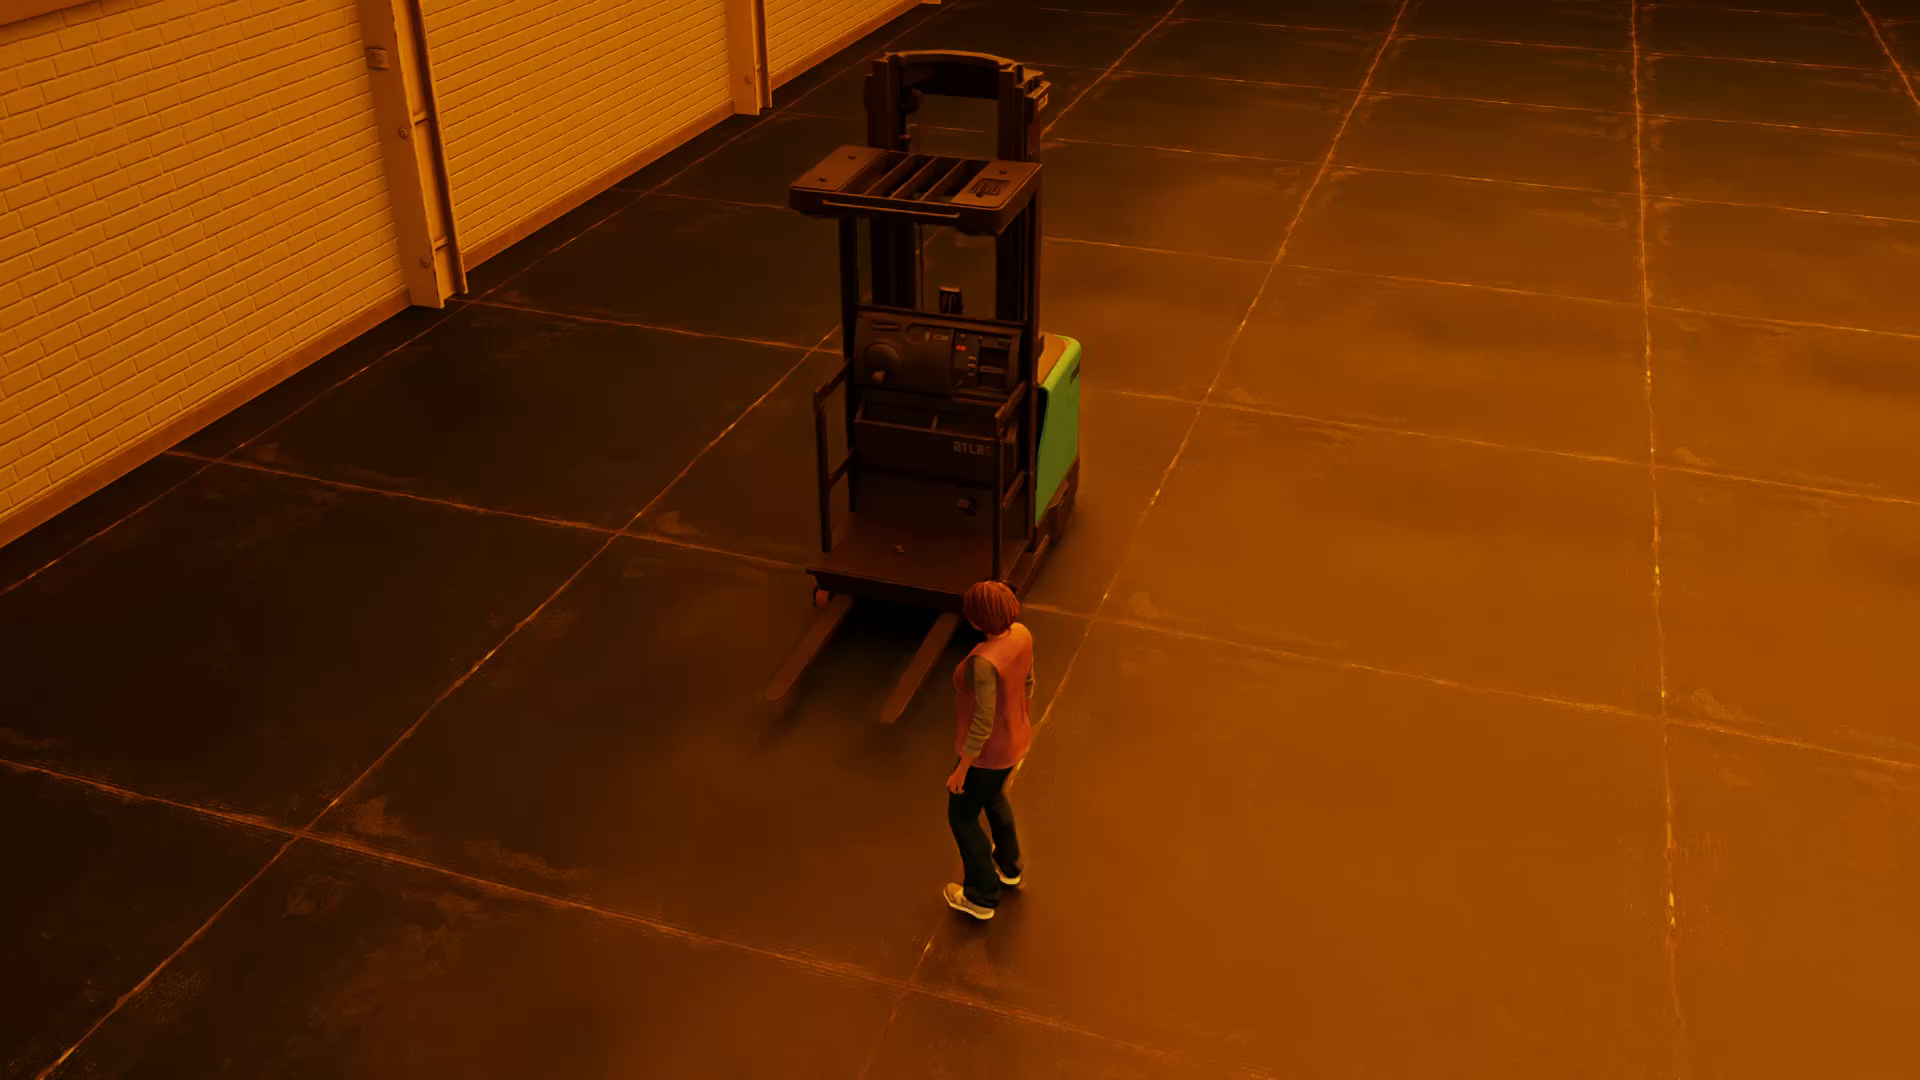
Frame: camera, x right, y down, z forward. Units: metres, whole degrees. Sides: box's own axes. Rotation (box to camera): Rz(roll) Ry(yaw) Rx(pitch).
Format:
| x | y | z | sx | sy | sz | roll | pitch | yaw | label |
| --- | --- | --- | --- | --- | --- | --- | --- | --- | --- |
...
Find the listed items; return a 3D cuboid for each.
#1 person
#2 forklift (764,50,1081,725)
| x | y | z | sx | sy | sz | roll | pitch | yaw | label |
| --- | --- | --- | --- | --- | --- | --- | --- | --- | --- |
| 0.122 | 0.868 | 6.977 | 0.323 | 1.584 | 0.553 | 15 | 33 | 24 | person |
| -0.191 | -0.950 | 8.803 | 1.130 | 2.935 | 3.031 | 9 | 31 | 15 | forklift |
